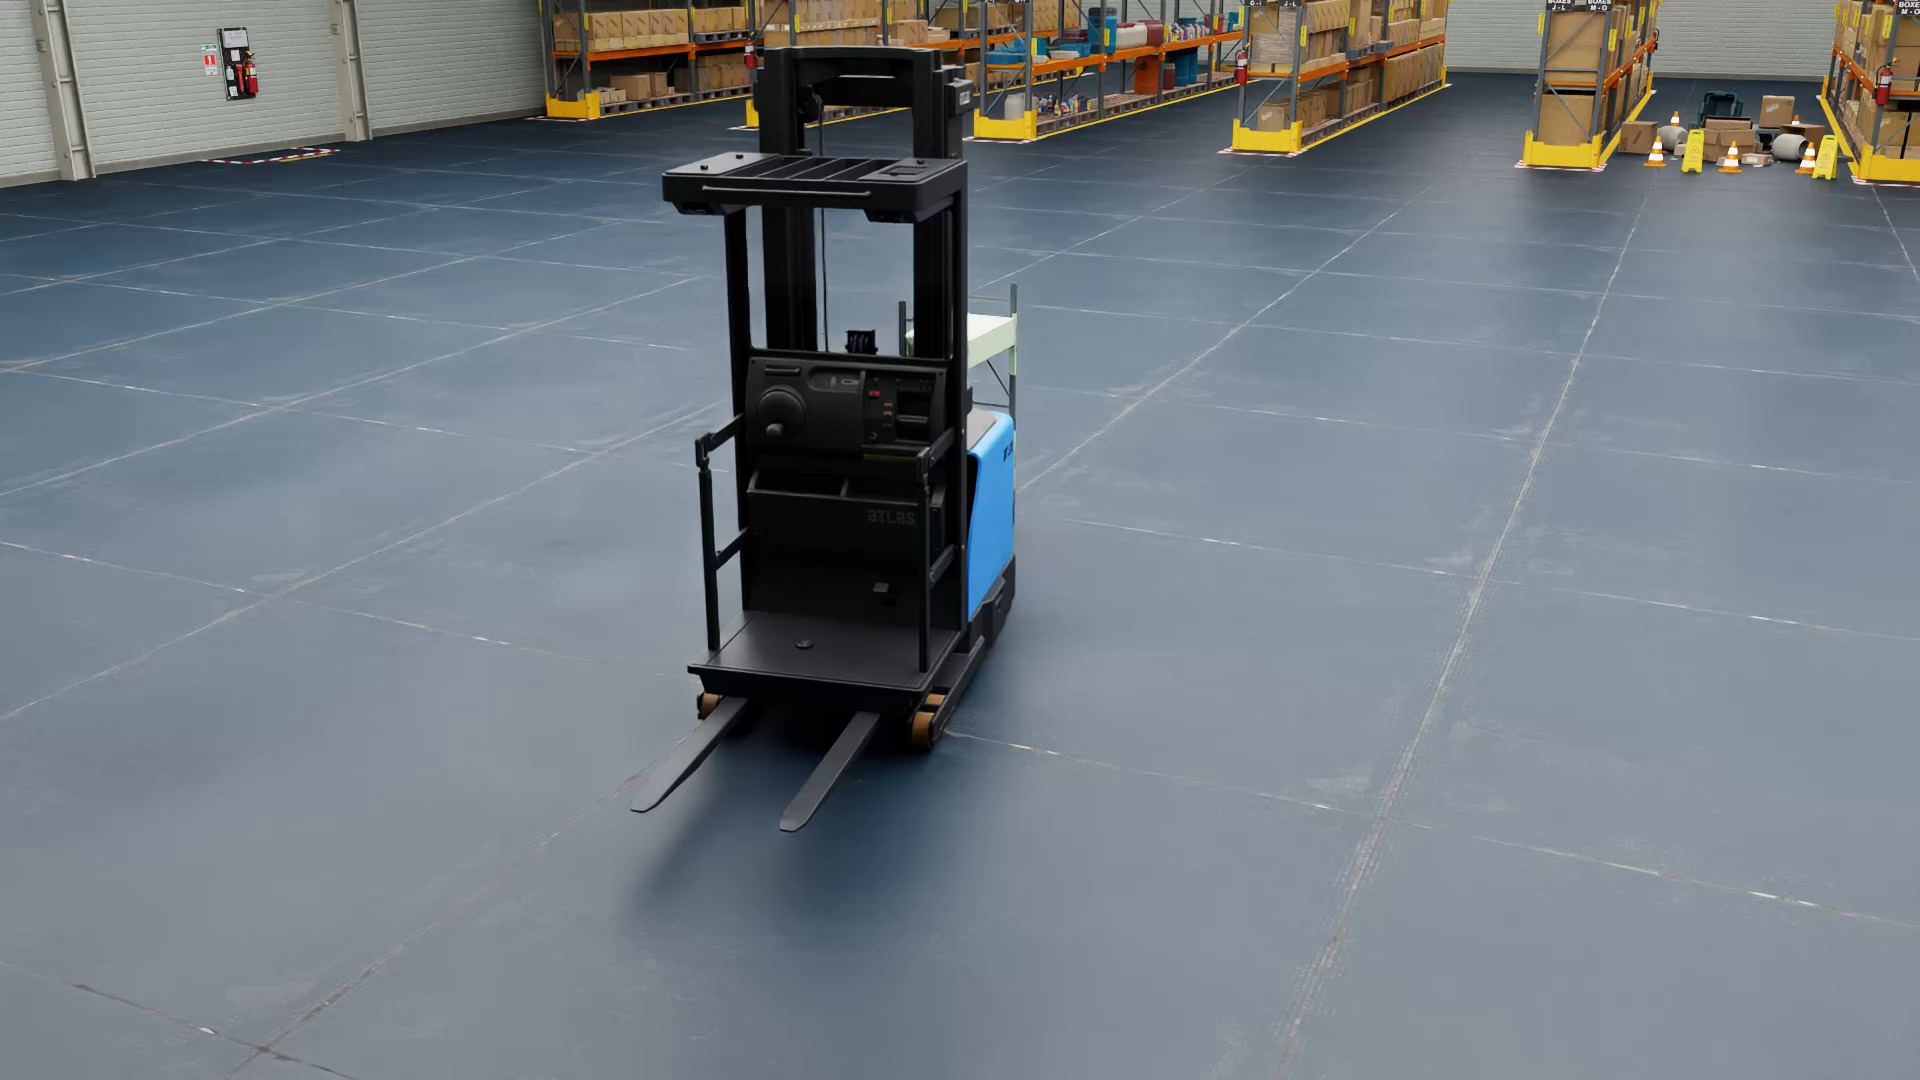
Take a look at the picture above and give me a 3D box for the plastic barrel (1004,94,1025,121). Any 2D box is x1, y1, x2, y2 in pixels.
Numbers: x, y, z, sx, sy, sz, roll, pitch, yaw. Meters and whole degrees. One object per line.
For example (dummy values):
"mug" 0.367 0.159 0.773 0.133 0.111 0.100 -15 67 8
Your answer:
"plastic barrel" 1.055 -8.204 31.646 0.421 0.512 0.421 0 20 0

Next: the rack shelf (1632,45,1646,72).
"rack shelf" 13.952 -10.293 35.509 1.077 0.370 4.000 9 21 23

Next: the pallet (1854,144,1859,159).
"pallet" 15.810 -6.626 28.284 1.003 0.211 1.213 9 21 23

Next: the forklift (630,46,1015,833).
"forklift" -0.568 -0.598 7.275 1.130 2.935 3.031 5 20 14

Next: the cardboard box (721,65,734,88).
"cardboard box" -5.847 -11.120 39.835 0.700 0.500 0.500 9 21 23

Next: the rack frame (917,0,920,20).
"rack frame" -1.631 -15.217 48.280 1.000 3.000 0.127 9 21 23

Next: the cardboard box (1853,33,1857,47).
"cardboard box" 17.657 -9.720 32.302 0.500 0.250 0.500 8 21 23

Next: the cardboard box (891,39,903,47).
"cardboard box" -1.475 -10.994 36.782 0.380 0.149 0.250 9 21 23

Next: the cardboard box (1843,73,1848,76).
"cardboard box" 20.421 -10.312 37.686 0.875 0.438 0.875 9 22 24

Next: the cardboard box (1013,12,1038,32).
"cardboard box" 1.709 -13.481 43.249 0.500 0.500 0.500 9 22 24

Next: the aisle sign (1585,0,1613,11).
"aisle sign" 10.102 -8.737 26.180 0.394 0.787 0.004 9 21 23

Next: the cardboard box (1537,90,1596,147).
"cardboard box" 10.075 -6.988 27.687 0.875 0.875 0.875 9 21 23

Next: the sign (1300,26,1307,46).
"sign" 5.869 -8.620 28.439 0.100 0.325 0.005 9 21 23

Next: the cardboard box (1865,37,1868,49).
"cardboard box" 16.451 -9.016 29.624 0.500 0.500 0.500 9 22 25

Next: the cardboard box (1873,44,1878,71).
"cardboard box" 15.028 -7.775 26.762 0.500 0.500 0.500 9 21 23

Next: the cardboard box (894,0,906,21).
"cardboard box" -2.119 -14.977 47.157 0.980 0.700 0.700 8 21 22

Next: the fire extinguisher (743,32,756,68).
"fire extinguisher" -4.135 -9.638 32.709 0.296 0.674 0.183 9 21 23

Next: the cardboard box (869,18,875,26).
"cardboard box" -2.043 -11.035 35.403 0.380 0.149 0.250 8 21 22

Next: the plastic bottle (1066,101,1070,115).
"plastic bottle" 2.146 -8.597 33.080 0.097 0.271 0.097 0 20 0

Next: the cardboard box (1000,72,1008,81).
"cardboard box" 0.895 -11.852 41.891 0.500 0.500 0.500 9 21 23

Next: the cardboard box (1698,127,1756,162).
"cardboard box" 12.824 -6.635 27.874 0.797 0.503 0.637 -5 20 -15

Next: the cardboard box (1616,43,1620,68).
"cardboard box" 11.355 -8.754 29.884 0.875 0.550 0.550 9 21 23

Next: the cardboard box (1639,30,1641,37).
"cardboard box" 14.789 -11.174 36.661 0.380 0.149 0.250 8 21 21

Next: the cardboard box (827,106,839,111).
"cardboard box" -2.833 -8.989 34.245 0.500 0.250 0.500 9 21 23

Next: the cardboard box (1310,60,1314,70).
"cardboard box" 6.136 -8.526 29.840 0.380 0.149 0.250 9 21 23

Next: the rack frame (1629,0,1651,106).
"rack frame" 14.771 -11.243 37.107 1.000 3.000 0.127 9 21 23

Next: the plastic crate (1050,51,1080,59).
"plastic crate" 2.059 -9.534 32.693 0.530 0.136 0.437 9 21 23

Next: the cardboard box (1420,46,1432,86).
"cardboard box" 10.999 -11.618 40.704 0.875 0.875 0.875 9 21 23

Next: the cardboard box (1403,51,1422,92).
"cardboard box" 10.044 -10.953 38.836 1.225 0.875 0.875 9 21 23

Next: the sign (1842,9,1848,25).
"sign" 18.822 -11.116 35.339 0.100 0.325 0.005 9 21 23

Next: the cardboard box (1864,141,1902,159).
"cardboard box" 14.510 -6.121 26.179 0.500 0.250 0.500 8 21 22

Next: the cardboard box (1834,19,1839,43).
"cardboard box" 20.508 -11.758 38.404 0.500 0.500 0.500 8 21 22

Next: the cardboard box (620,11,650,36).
"cardboard box" -7.084 -11.189 36.028 0.500 0.500 0.500 9 22 24

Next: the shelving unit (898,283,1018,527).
"shelving unit" -0.003 -0.705 9.712 0.431 1.500 0.755 9 21 23

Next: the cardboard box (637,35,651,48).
"cardboard box" -7.071 -10.840 36.166 0.500 0.250 0.500 9 21 23

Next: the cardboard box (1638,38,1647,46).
"cardboard box" 15.186 -11.167 37.267 0.380 0.149 0.250 9 22 25

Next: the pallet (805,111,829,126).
"pallet" -3.387 -8.573 33.759 1.003 0.211 1.213 9 21 23

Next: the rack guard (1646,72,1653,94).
"rack guard" 16.378 -11.265 40.899 1.175 0.500 0.348 9 21 23

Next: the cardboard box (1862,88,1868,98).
"cardboard box" 15.459 -7.538 28.077 0.380 0.149 0.250 9 21 23

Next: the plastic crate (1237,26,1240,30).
"plastic crate" 7.106 -13.401 43.477 0.396 0.136 0.243 9 21 23

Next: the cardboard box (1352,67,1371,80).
"cardboard box" 8.403 -9.906 35.302 0.500 0.250 0.500 10 22 25

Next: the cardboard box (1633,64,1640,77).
"cardboard box" 14.474 -10.199 36.156 0.500 0.250 0.500 10 22 25

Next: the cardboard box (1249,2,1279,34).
"cardboard box" 5.374 -9.147 29.127 0.500 0.500 0.500 9 21 23

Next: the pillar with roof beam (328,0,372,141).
"pillar with roof beam" -7.215 -11.060 27.638 9.100 9.000 0.400 9 21 23

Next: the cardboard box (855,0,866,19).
"cardboard box" -2.406 -11.237 35.004 0.700 0.500 0.500 8 21 23

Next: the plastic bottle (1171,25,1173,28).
"plastic bottle" 5.175 -12.485 40.773 0.061 0.283 0.133 9 21 23

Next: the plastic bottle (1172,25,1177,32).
"plastic bottle" 5.046 -11.928 39.107 0.144 0.351 0.185 9 21 23

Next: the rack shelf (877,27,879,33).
"rack shelf" -2.450 -14.266 46.681 1.077 0.370 4.000 9 21 23

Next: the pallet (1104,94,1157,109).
"pallet" 3.778 -9.866 37.397 1.003 0.211 1.213 9 21 23

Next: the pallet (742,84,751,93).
"pallet" -5.229 -11.219 41.199 1.003 0.211 1.213 9 21 23

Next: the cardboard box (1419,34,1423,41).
"cardboard box" 10.712 -11.881 39.276 0.380 0.149 0.250 9 21 23

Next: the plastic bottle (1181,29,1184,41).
"plastic bottle" 5.171 -11.865 39.041 0.152 0.276 0.135 9 21 23
